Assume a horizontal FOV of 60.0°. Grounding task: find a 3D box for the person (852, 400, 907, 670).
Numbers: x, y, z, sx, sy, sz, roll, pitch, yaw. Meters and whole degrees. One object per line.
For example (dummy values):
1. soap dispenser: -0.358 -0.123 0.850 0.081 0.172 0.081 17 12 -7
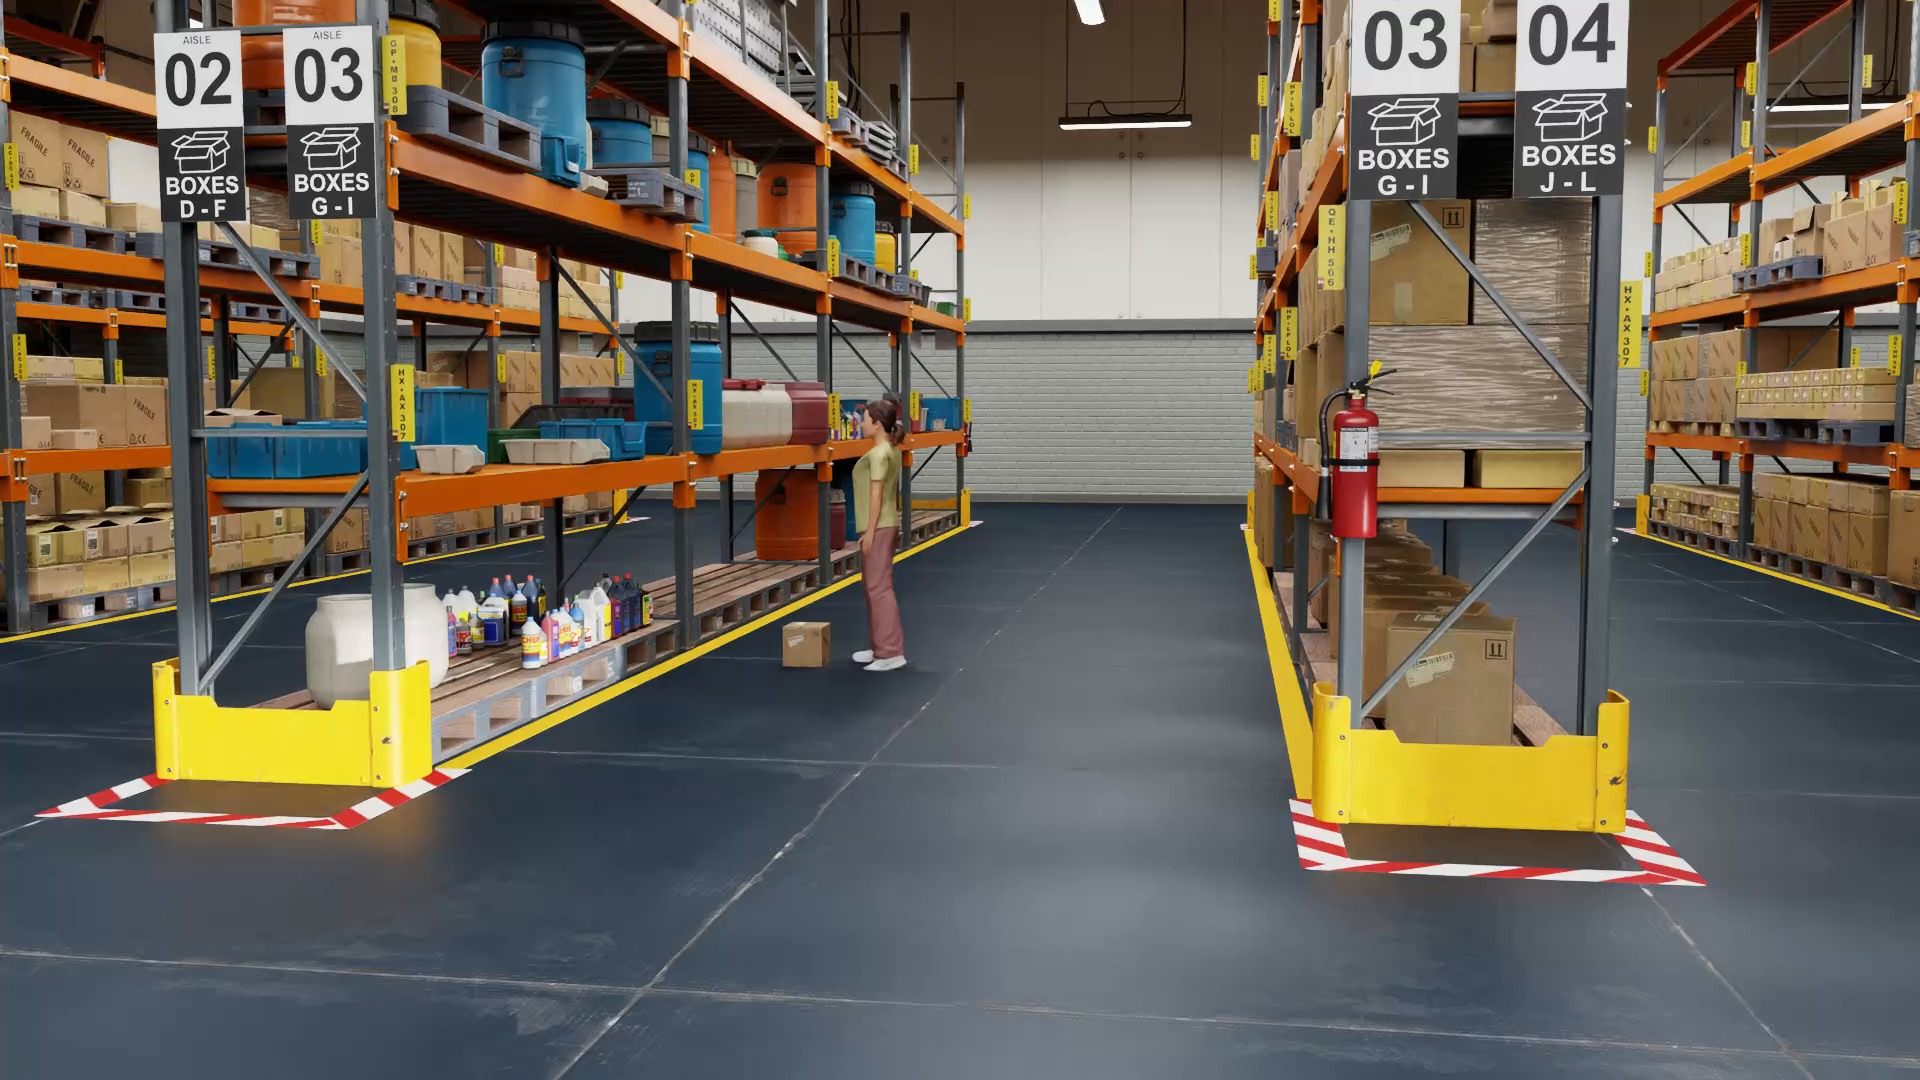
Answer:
1. person: -0.513 -0.018 10.401 0.401 1.709 0.443 1 5 10
